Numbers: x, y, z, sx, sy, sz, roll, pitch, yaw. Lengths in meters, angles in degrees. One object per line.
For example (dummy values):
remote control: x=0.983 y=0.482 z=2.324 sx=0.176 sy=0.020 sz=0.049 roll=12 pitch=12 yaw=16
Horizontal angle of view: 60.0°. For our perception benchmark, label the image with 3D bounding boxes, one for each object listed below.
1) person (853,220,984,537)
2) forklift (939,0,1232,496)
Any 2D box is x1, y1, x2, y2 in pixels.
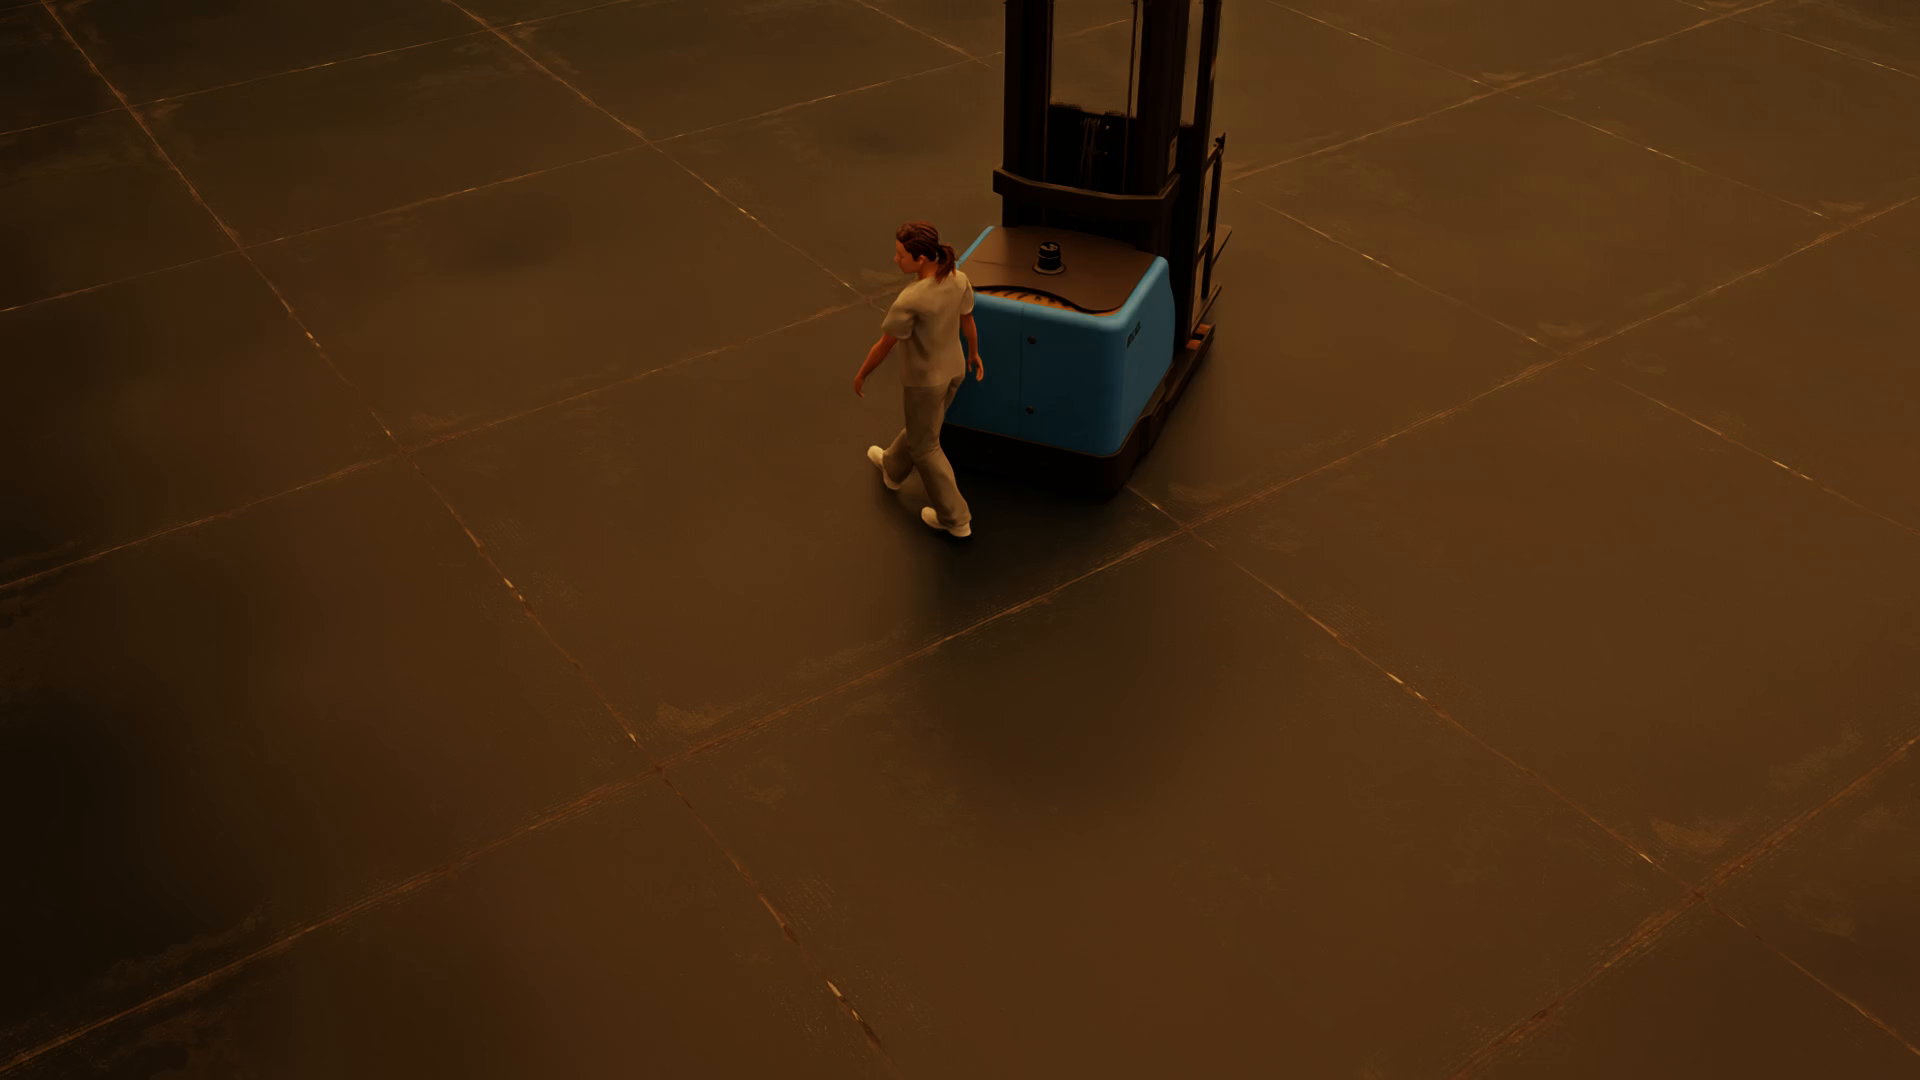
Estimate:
person: x=-0.228 y=-0.851 z=8.186 sx=0.814 sy=1.640 sz=0.624 roll=26 pitch=44 yaw=31
forklift: x=0.876 y=-2.281 z=9.029 sx=1.130 sy=2.935 sz=3.031 roll=14 pitch=39 yaw=18
